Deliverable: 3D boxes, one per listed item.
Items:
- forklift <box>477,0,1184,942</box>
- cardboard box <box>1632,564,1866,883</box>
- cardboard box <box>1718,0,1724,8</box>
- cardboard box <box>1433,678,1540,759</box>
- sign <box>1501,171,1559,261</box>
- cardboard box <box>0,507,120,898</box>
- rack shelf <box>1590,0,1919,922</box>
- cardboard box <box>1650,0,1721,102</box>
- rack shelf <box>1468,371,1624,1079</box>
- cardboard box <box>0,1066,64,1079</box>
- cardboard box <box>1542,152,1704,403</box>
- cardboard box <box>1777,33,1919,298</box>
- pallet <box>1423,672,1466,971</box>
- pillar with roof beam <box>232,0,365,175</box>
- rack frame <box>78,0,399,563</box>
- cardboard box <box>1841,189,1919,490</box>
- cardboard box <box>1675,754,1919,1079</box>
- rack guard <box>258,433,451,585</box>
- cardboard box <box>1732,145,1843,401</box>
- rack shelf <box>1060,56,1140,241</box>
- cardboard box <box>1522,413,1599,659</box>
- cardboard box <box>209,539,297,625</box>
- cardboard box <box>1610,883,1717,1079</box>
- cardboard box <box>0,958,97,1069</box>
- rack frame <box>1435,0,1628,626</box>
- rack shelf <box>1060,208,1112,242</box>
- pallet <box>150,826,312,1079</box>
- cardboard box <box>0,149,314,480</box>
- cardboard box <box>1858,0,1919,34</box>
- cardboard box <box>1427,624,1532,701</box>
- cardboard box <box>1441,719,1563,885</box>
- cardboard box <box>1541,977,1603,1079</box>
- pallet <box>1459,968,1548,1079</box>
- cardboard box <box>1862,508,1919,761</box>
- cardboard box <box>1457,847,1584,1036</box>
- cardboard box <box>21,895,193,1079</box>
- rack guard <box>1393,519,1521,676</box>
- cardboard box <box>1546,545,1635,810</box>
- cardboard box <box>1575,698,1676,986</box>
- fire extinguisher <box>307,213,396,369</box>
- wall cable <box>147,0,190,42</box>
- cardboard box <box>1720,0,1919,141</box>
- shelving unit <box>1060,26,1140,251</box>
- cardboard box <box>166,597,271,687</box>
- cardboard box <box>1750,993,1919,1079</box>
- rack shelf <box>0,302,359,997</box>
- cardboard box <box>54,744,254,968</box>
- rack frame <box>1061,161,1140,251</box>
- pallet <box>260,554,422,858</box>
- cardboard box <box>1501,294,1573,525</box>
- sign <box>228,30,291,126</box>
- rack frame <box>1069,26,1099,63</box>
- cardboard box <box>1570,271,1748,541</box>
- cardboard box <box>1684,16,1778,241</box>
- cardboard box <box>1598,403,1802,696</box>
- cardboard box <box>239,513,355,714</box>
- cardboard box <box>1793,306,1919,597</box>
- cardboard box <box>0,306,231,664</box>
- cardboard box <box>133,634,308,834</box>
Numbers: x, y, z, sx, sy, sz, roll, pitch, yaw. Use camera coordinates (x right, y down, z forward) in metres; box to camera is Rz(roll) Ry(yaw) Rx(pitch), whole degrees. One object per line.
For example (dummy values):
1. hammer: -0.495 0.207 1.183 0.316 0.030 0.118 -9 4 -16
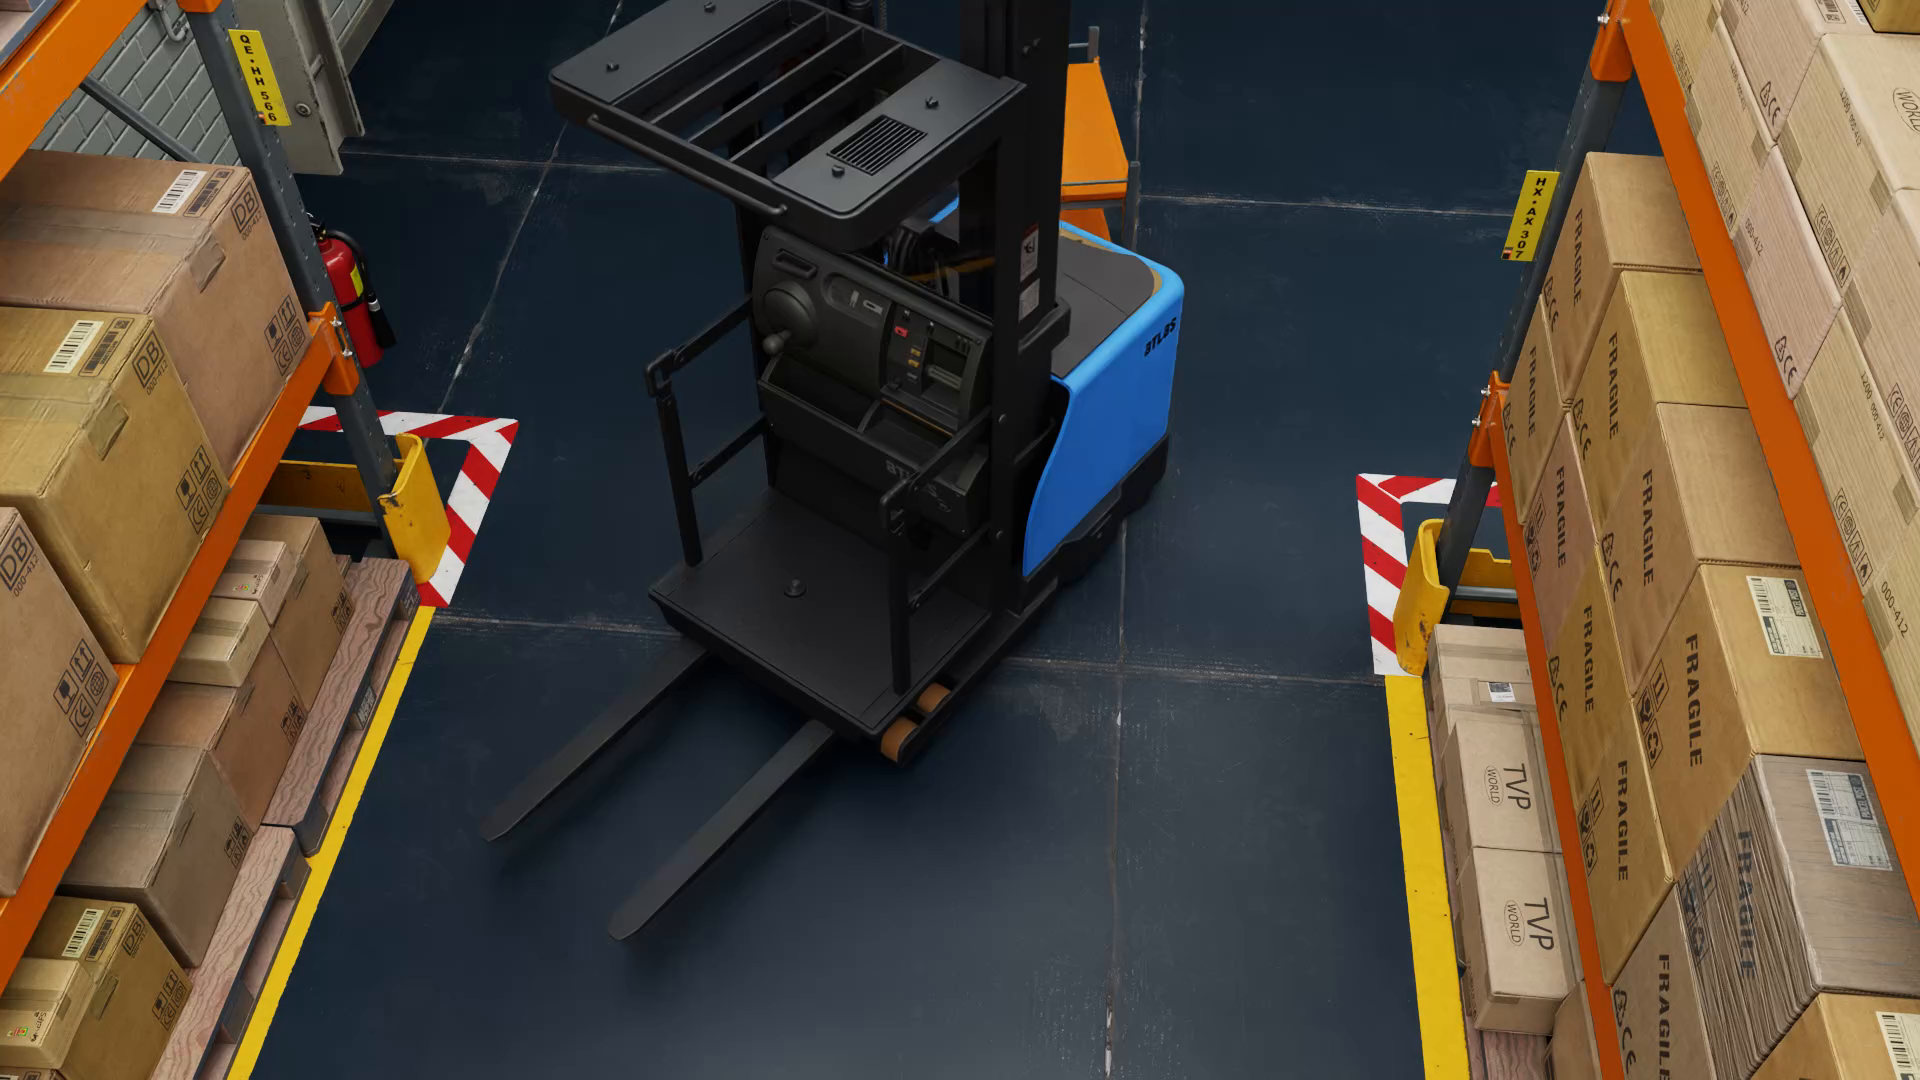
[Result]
1. forklift: -0.435 -0.601 5.314 1.130 2.935 3.031 29 54 24
2. cardboard box: 1.826 0.415 3.592 0.500 0.500 0.500 3 48 3
3. cardboard box: 1.959 -1.418 3.744 0.500 0.250 0.500 4 48 4
4. cardboard box: 1.862 0.629 5.764 0.380 0.166 0.250 4 48 4
5. sign: 1.724 -0.976 5.023 0.100 0.325 0.005 4 48 4
6. cardboard box: -2.839 0.391 4.156 0.980 0.700 0.700 2 48 2
7. rack shelf: 2.082 0.053 3.124 1.077 0.370 4.000 4 48 4
8. cardboard box: 1.965 -1.249 3.928 0.500 0.250 0.500 4 48 4
9. rack shelf: 2.082 1.065 4.231 1.077 0.370 4.000 4 48 4
10. cardboard box: -2.814 1.752 4.524 0.700 0.500 0.500 3 48 3
11. cardboard box: 1.962 -0.710 4.621 0.500 0.500 0.500 5 48 5
12. cardboard box: 1.867 -0.683 3.072 0.500 0.250 0.500 4 48 4
13. pallet: 2.186 0.936 5.751 1.003 0.211 1.213 4 48 4
14. pillar with roof beam: 1.003 -4.755 5.001 9.100 9.000 0.400 4 48 4
15. rack frame: -2.669 -0.978 5.612 1.000 3.000 0.127 4 48 4
16. cardboard box: 1.817 -0.316 2.736 0.500 0.250 0.500 4 48 4
17. cardboard box: 1.779 0.785 3.254 0.500 0.500 0.500 4 48 4
18. rack guard: -2.666 -0.152 6.550 1.175 0.500 0.348 4 48 4
19. cardboard box: 1.862 -0.515 3.257 0.500 0.250 0.500 4 48 4
20. rack shelf: 0.411 -1.665 7.114 0.538 0.278 1.000 -4 48 -4
21. cardboard box: 1.920 0.007 4.643 0.500 0.500 0.500 3 48 3
22. cardboard box: -2.463 0.133 5.565 0.380 0.149 0.250 3 48 3
23. cardboard box: 1.780 1.117 3.628 0.500 0.500 0.500 5 48 4
24. cardboard box: -2.603 1.279 4.517 0.380 0.149 0.250 3 48 2
25. rack frame: 2.265 -0.647 5.309 1.000 3.000 0.127 4 48 4
26. rack shelf: 0.411 -1.302 7.510 0.538 0.278 1.000 -4 48 -4
27. pallet: -2.777 1.450 5.281 1.003 0.211 1.213 4 48 4
28. cardboard box: -2.705 -0.704 5.157 0.980 0.700 0.700 6 48 5
29. cardboard box: 2.104 -1.291 3.120 0.700 0.500 0.500 4 48 4
30. cardboard box: 1.884 0.451 5.939 0.380 0.149 0.250 4 48 4
31. cardboard box: 1.887 0.880 5.478 0.500 0.250 0.500 4 48 4
32. cardboard box: 2.066 1.605 4.643 0.797 0.503 0.637 4 48 4
33. pallet: 2.072 1.830 4.934 1.003 0.211 1.213 4 48 4
34. cardboard box: 1.773 0.220 2.585 0.500 0.250 0.500 4 48 4
35. cardboard box: 1.842 1.247 5.142 0.500 0.250 0.500 4 48 4
36. cardboard box: -2.765 1.375 4.869 0.700 0.500 0.500 5 48 4
37. rack guard: 2.258 0.252 6.181 1.175 0.500 0.348 4 48 4
38. cardboard box: 1.871 0.375 4.306 0.500 0.500 0.500 4 48 3
39. cardboard box: 1.824 0.742 3.970 0.500 0.500 0.500 4 48 4
40. fire extinguisher: -2.195 -0.906 5.851 0.296 0.674 0.183 4 48 4
41. wall cable: -3.494 -2.325 6.155 0.084 1.984 1.851 4 48 4
42. cardboard box: 1.906 -1.051 3.408 0.500 0.250 0.500 4 48 4
43. shelving unit: 0.411 -1.467 7.330 0.538 1.125 1.048 -4 48 -4
44. cardboard box: -2.486 0.321 5.394 0.380 0.149 0.250 5 48 5
45. cardboard box: 1.732 1.155 2.915 0.500 0.500 0.500 3 48 3
46. rack shelf: -2.851 0.735 4.533 1.077 0.370 4.000 4 48 4
47. cardboard box: -2.724 0.983 5.228 0.700 0.500 0.500 2 48 2
48. rack frame: 0.464 -1.094 6.988 0.500 1.125 0.032 -4 48 -4
49. pallet: -2.664 0.556 6.098 1.003 0.211 1.213 4 48 4
50. cardboard box: 1.962 -0.373 4.990 0.500 0.500 0.500 5 48 4
51. sign: -2.130 -1.402 5.054 0.100 0.325 0.005 4 48 4
52. rack frame: 0.358 -1.840 7.671 0.500 1.125 0.032 -4 48 -4
53. cardboard box: 1.922 -0.326 4.270 0.500 0.500 0.500 4 48 4
54. cardboard box: 1.906 -0.882 3.593 0.500 0.250 0.500 4 48 4
55. cardboard box: 1.871 0.042 3.934 0.500 0.500 0.500 4 48 4
56. cardboard box: -2.633 0.245 5.902 0.700 0.500 0.500 4 48 4
57. cardboard box: 1.823 -0.147 2.920 0.500 0.250 0.500 4 48 4
58. cardboard box: -2.760 -0.168 4.668 0.980 0.700 0.700 4 48 3
59. cardboard box: -2.678 0.613 5.566 0.700 0.500 0.500 4 48 3
